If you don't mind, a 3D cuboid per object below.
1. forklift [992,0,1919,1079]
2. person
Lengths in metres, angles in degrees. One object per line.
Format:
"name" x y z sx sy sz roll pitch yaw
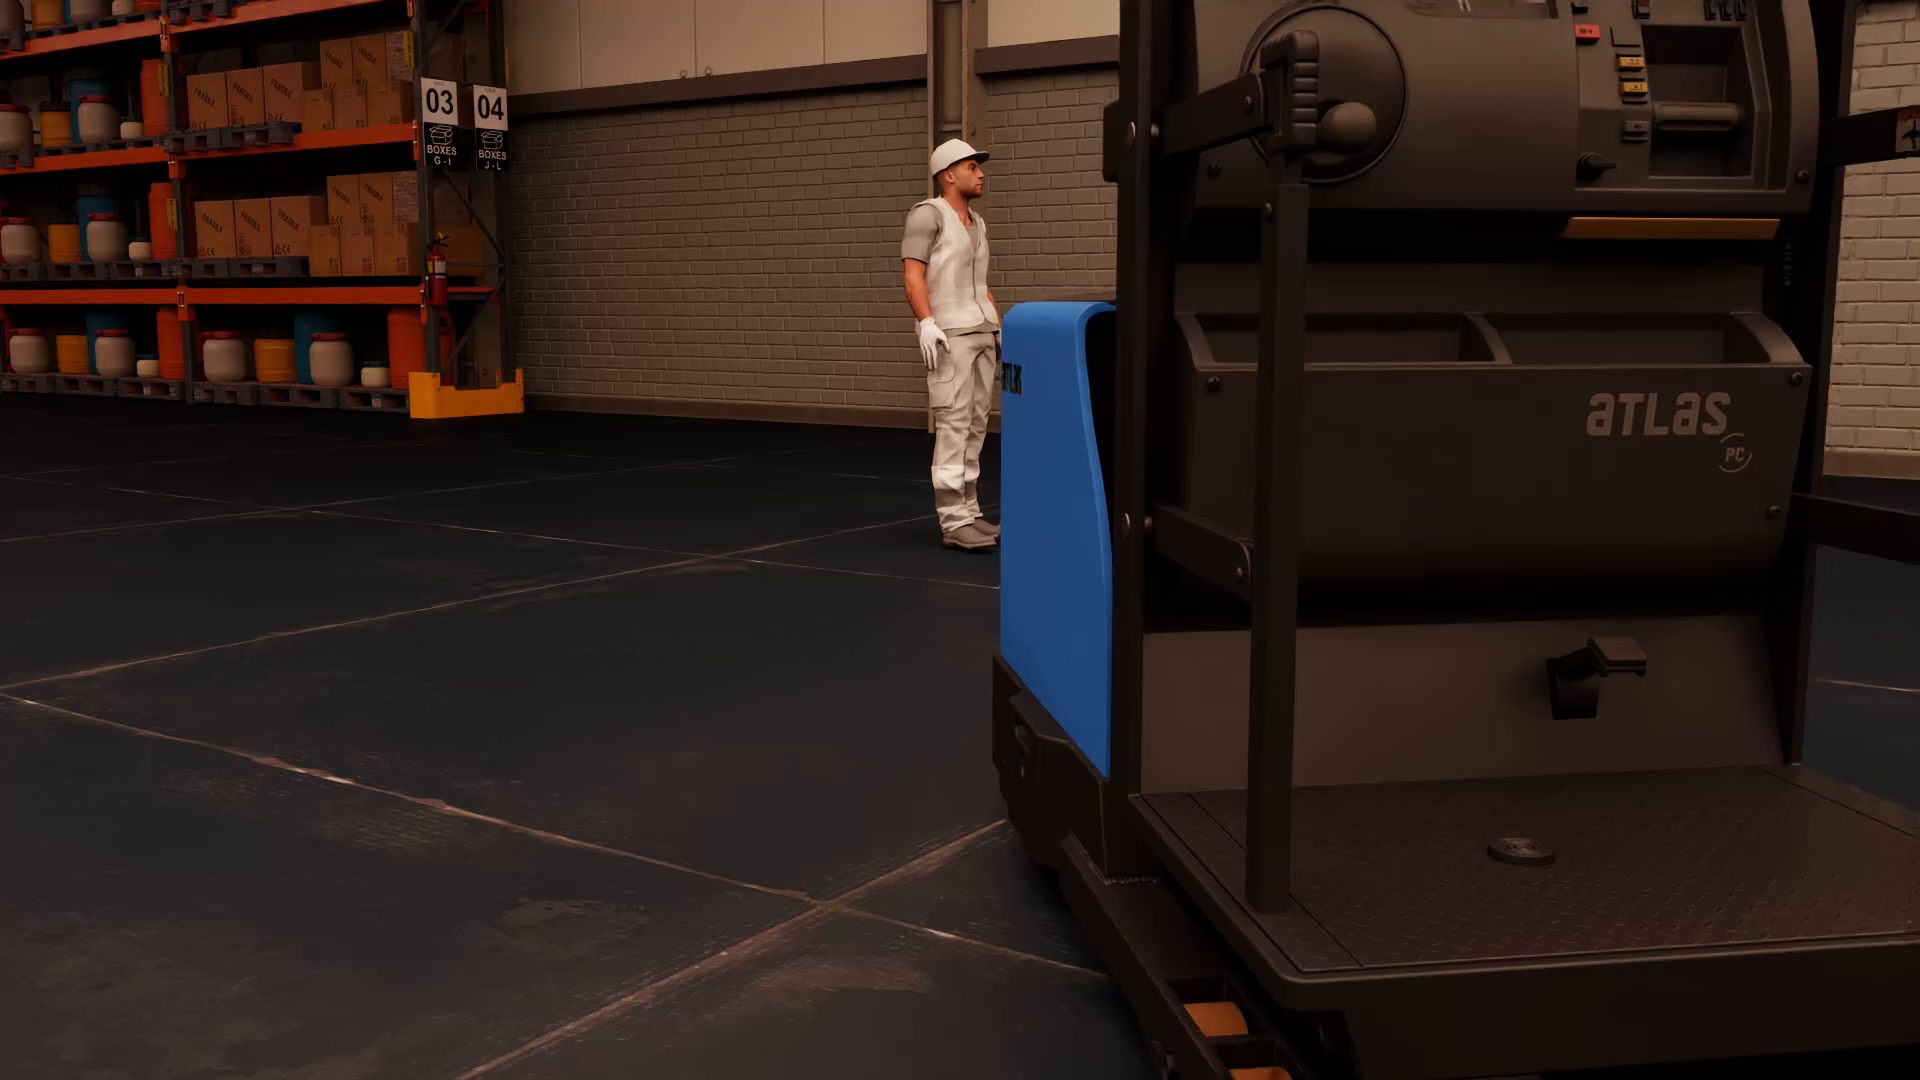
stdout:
"forklift" 0.810 -0.706 2.157 1.130 2.935 3.031 -1 8 -9
"person" 0.059 -0.885 7.422 0.564 1.787 0.637 5 10 34
